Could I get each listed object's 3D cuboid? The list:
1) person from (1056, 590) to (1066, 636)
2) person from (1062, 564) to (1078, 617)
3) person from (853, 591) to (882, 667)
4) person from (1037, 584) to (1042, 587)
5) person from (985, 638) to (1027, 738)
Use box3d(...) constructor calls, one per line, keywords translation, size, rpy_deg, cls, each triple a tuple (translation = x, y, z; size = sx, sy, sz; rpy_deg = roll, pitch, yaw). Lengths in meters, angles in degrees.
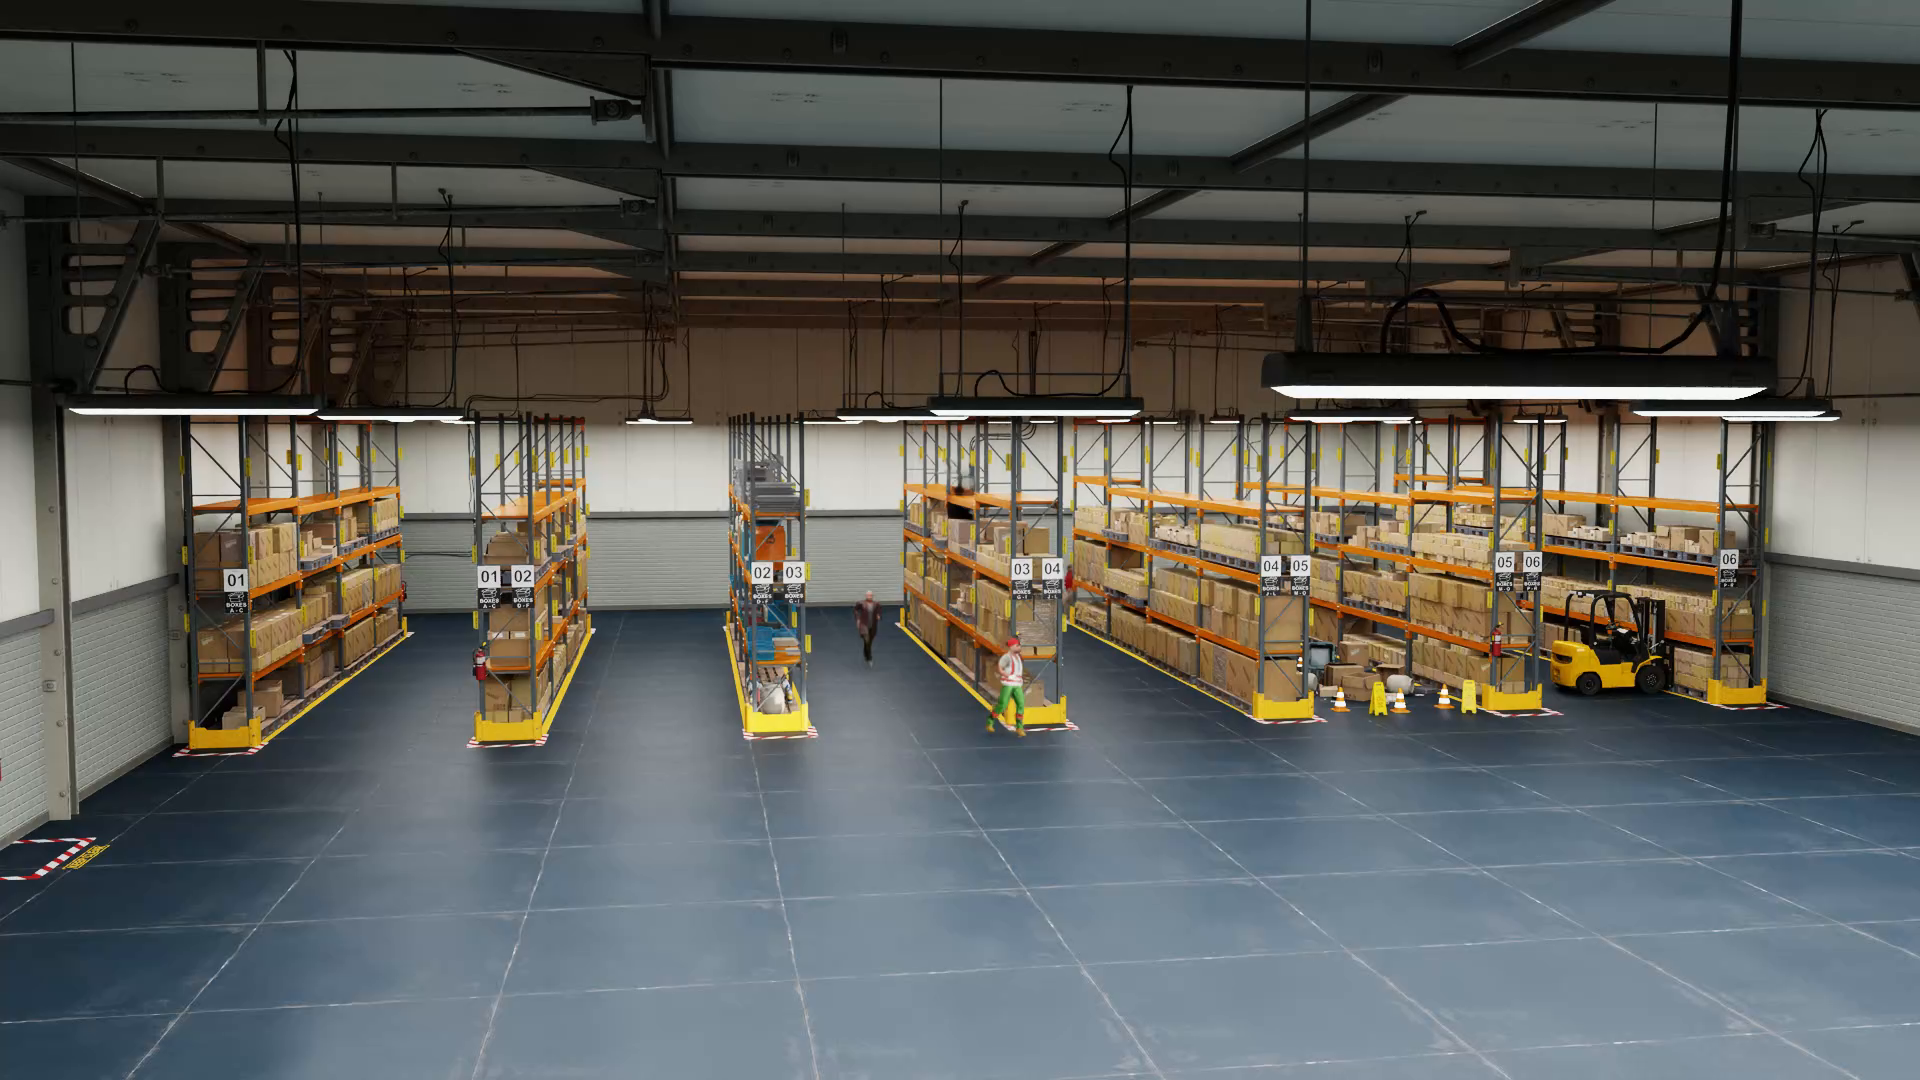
box3d(translation=(2.560, 1.866, 44.732), size=(0.616, 1.662, 0.925), rpy_deg=(0, 4, -5), cls="person")
box3d(translation=(3.378, 1.519, 49.866), size=(0.752, 1.642, 0.727), rpy_deg=(-1, 4, -12), cls="person")
box3d(translation=(-2.218, 2.200, 40.077), size=(0.637, 1.586, 1.026), rpy_deg=(-2, 4, -22), cls="person")
box3d(translation=(2.408, 1.519, 49.398), size=(0.551, 1.693, 0.709), rpy_deg=(-2, 4, -24), cls="person")
box3d(translation=(0.972, 2.728, 30.930), size=(0.891, 1.792, 0.724), rpy_deg=(3, 5, 41), cls="person")
